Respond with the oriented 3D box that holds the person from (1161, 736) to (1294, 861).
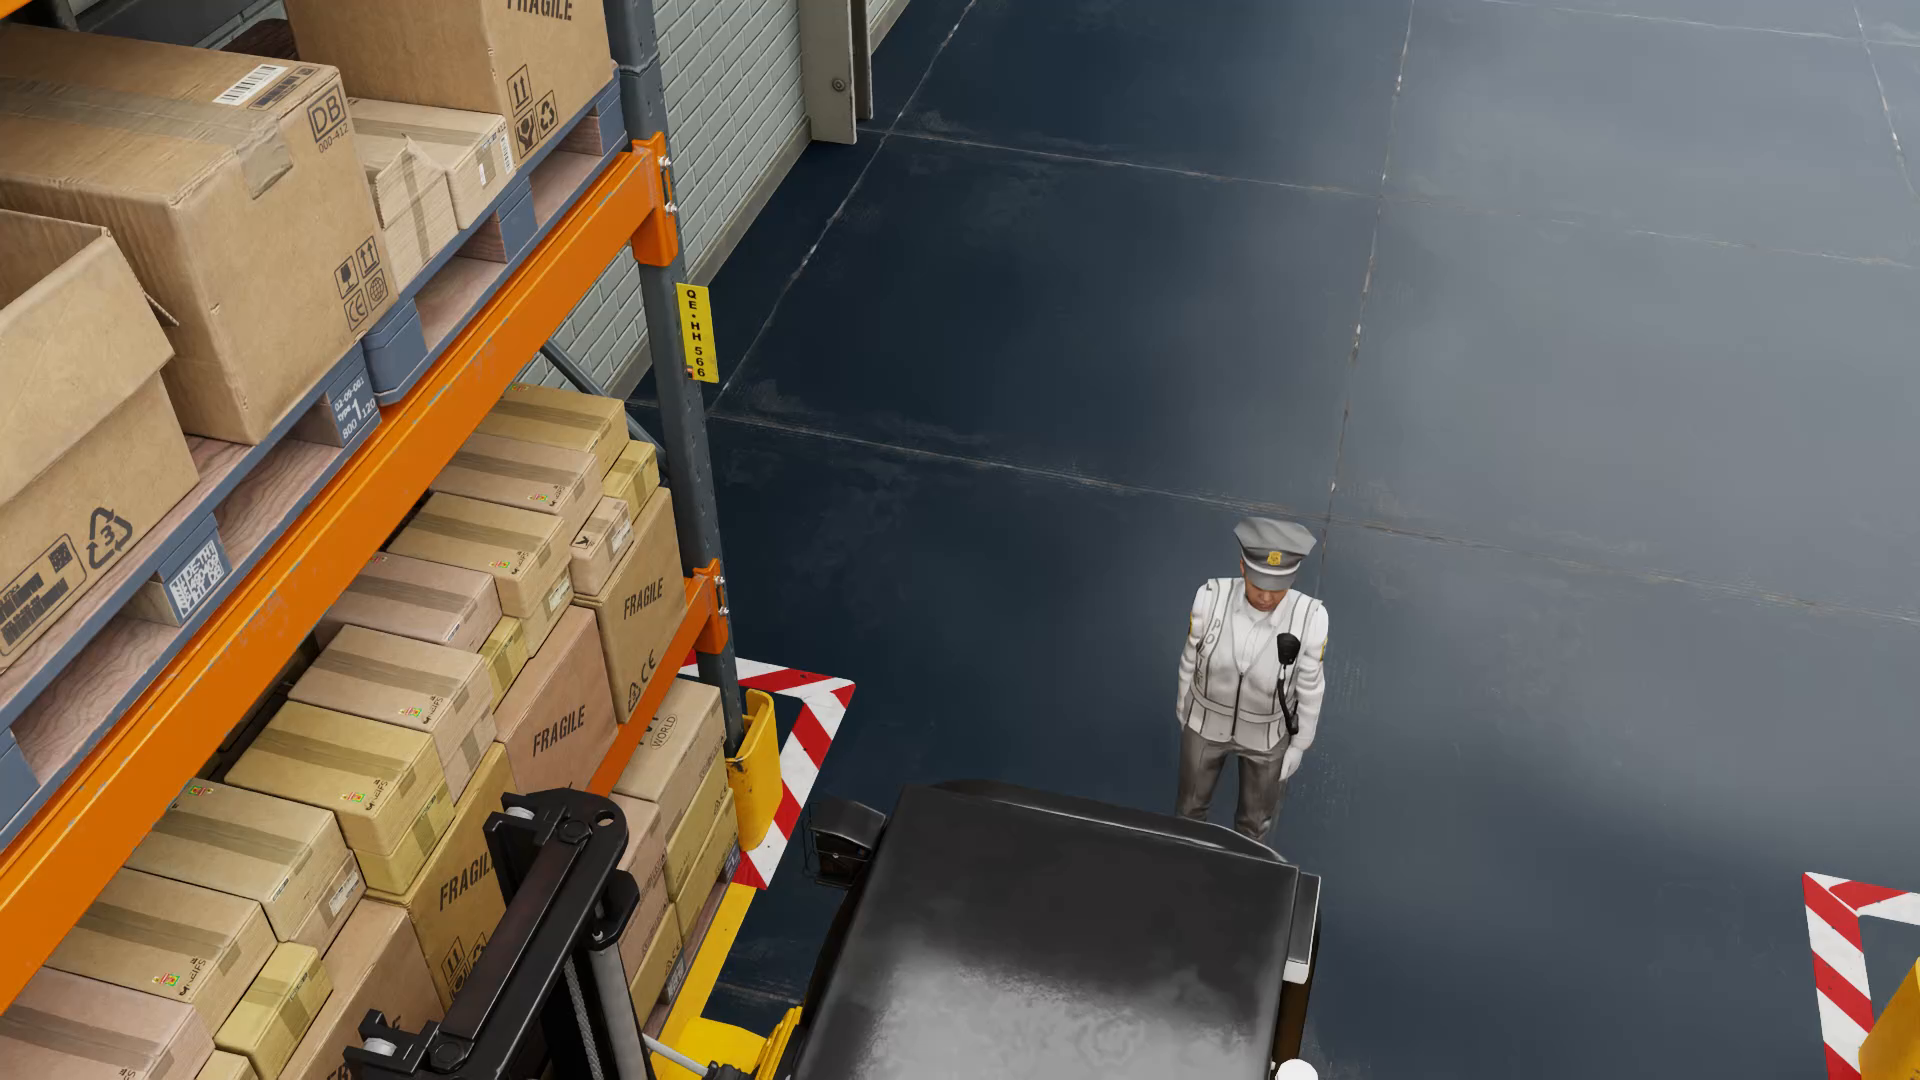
[{"bbox_3d":[0.874,1.022,5.615,0.481,0.855,0.859,11,42,12],"label":"person"}]
